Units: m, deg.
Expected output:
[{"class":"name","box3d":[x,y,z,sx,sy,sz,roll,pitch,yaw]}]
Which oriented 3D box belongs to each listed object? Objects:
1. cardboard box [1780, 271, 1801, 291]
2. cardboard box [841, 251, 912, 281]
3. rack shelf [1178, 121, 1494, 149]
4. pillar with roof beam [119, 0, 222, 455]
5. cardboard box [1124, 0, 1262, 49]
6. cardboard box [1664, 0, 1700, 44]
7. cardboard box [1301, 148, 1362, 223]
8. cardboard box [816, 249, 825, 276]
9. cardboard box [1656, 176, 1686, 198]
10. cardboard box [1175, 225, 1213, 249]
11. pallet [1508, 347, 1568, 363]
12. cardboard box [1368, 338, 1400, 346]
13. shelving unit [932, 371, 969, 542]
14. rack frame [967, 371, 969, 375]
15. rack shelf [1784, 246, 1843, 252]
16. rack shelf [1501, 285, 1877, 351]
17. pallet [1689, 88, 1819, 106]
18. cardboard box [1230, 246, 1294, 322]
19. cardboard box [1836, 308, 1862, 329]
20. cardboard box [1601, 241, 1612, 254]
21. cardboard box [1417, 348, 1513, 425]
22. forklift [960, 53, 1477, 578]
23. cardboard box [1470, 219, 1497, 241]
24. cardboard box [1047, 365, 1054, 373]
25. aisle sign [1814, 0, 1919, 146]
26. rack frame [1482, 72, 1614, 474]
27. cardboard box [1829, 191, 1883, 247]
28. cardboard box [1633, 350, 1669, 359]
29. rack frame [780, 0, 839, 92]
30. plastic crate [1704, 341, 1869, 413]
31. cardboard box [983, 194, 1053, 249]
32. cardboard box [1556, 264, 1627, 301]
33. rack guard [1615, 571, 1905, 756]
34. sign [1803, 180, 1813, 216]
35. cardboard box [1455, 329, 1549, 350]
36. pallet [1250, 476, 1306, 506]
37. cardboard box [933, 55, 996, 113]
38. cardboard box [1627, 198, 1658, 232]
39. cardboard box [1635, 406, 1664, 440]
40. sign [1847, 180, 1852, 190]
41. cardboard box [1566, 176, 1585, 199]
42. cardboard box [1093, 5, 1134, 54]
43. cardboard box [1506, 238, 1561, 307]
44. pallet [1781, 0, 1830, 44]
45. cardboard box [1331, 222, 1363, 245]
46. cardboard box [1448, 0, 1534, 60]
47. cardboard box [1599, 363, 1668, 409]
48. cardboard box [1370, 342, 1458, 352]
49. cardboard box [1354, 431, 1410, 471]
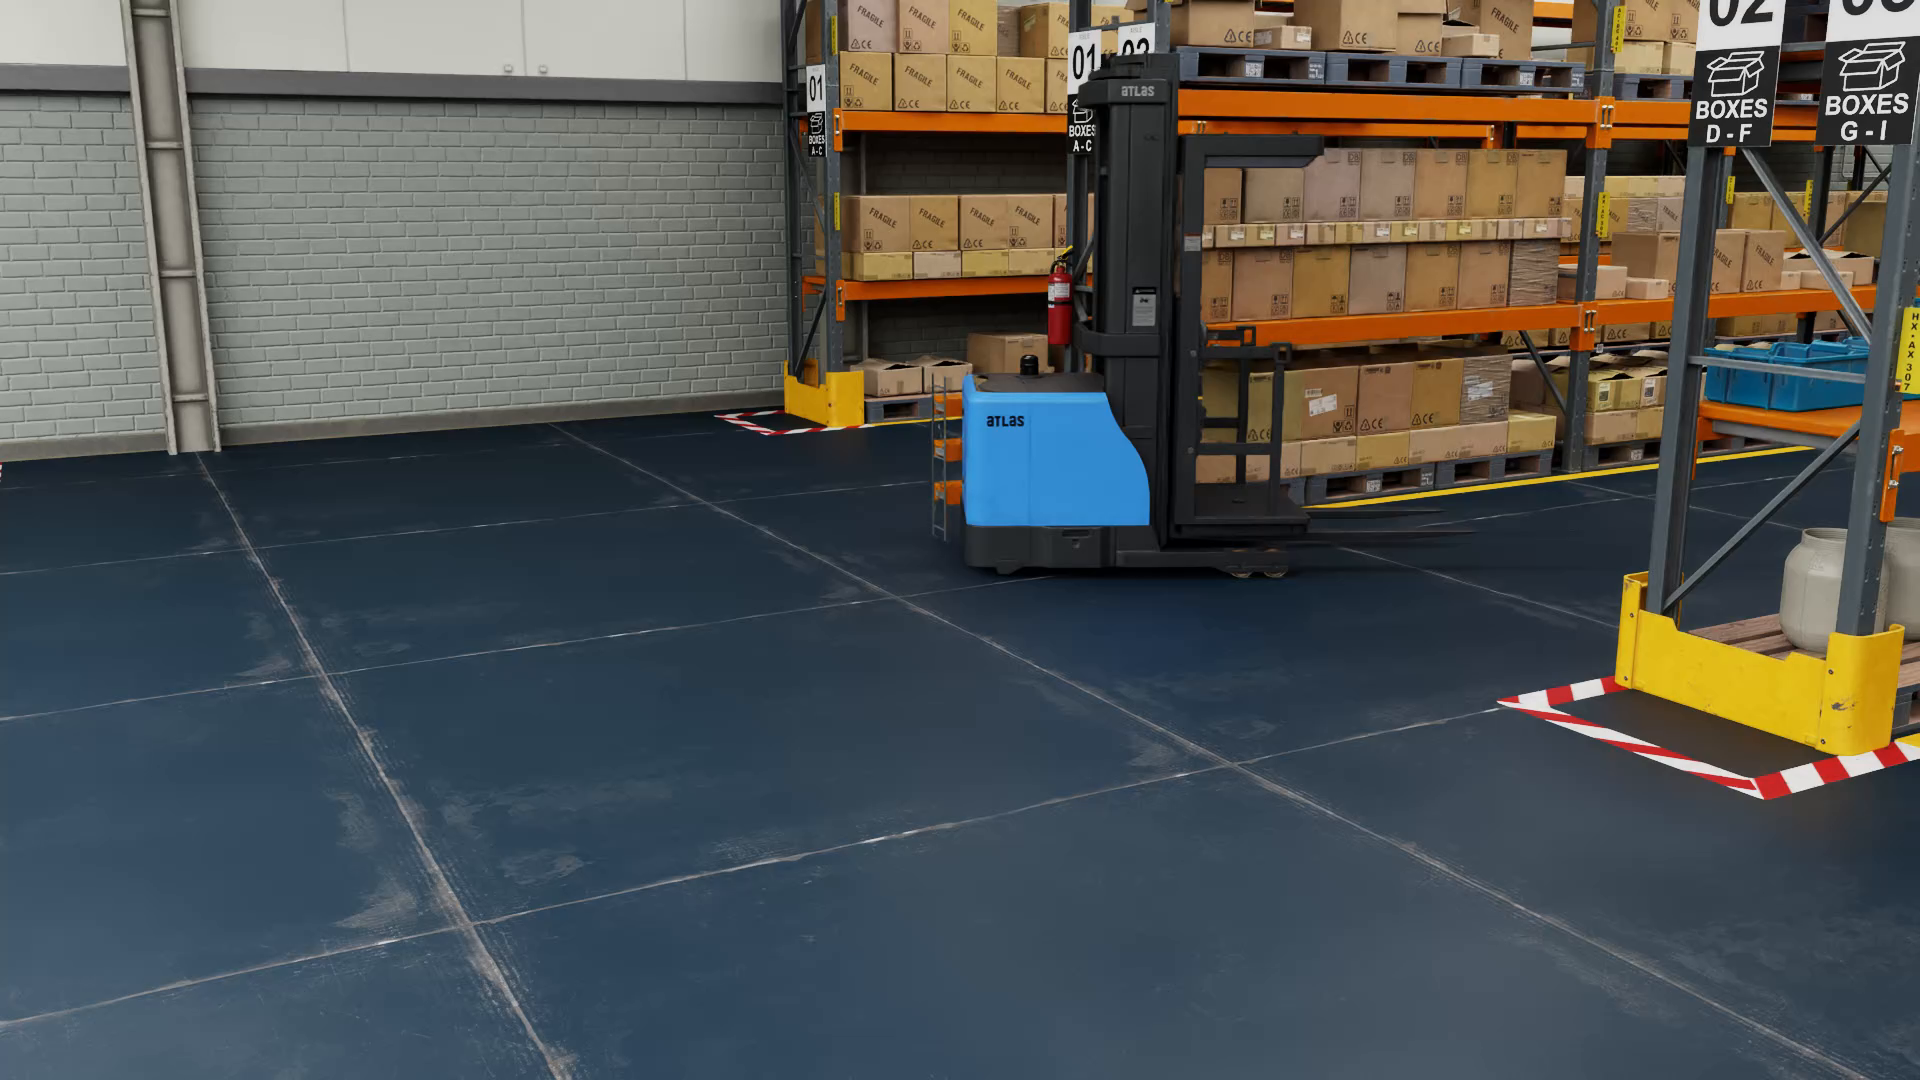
[{"class":"cardboard box","box3d":[6.949,-2.227,14.243,0.250,0.149,0.380,-6,14,-24]},{"class":"cardboard box","box3d":[-0.777,-2.533,15.331,0.500,0.250,0.500,-7,15,-29]},{"class":"rack shelf","box3d":[3.909,-4.350,17.915,4.000,0.370,1.077,-7,14,-28]},{"class":"pillar with roof beam","box3d":[-4.361,-4.313,9.278,0.400,9.000,9.100,-7,14,-28]},{"class":"cardboard box","box3d":[1.526,-3.499,10.983,0.637,0.503,0.797,-6,14,-24]},{"class":"cardboard box","box3d":[5.580,-4.156,13.089,0.500,0.500,0.500,-5,14,-22]},{"class":"cardboard box","box3d":[2.383,-2.496,11.685,0.500,0.500,0.700,-7,14,-28]},{"class":"cardboard box","box3d":[-1.040,-2.630,15.759,0.500,0.250,0.500,-7,14,-27]},{"class":"cardboard box","box3d":[8.435,-4.288,20.173,0.500,0.250,0.500,-6,14,-27]},{"class":"cardboard box","box3d":[1.467,-2.018,11.037,0.250,0.149,0.380,-7,14,-28]},{"class":"pallet","box3d":[6.393,-2.156,19.710,1.213,0.211,1.003,-7,14,-28]},{"class":"cardboard box","box3d":[4.550,-2.326,18.804,0.500,0.500,0.700,-7,14,-28]},{"class":"shelving unit","box3d":[-0.022,-0.532,10.576,0.252,1.050,0.215,-6,14,-24]},{"class":"rack frame","box3d":[0.089,-0.543,10.626,0.008,1.050,0.200,-6,14,-24]},{"class":"rack shelf","box3d":[10.931,-3.729,21.984,4.000,0.370,1.077,-7,14,-28]},{"class":"rack shelf","box3d":[6.286,-1.933,14.004,4.000,0.370,1.077,-7,14,-28]},{"class":"pallet","box3d":[6.509,-3.659,13.632,1.213,0.211,1.003,-6,14,-25]},{"class":"cardboard box","box3d":[1.894,-1.804,11.566,0.500,0.500,0.700,-6,14,-26]},{"class":"cardboard box","box3d":[11.681,-3.130,22.421,0.500,0.500,0.700,-7,14,-28]},{"class":"cardboard box","box3d":[7.640,-3.515,19.924,0.250,0.149,0.380,-6,14,-26]},{"class":"cardboard box","box3d":[3.784,-1.161,12.536,0.500,0.500,0.500,-7,14,-28]},{"class":"forklift","box3d":[1.528,-1.325,9.823,3.031,2.935,1.130,0,13,-2]},{"class":"cardboard box","box3d":[3.718,-2.287,12.235,0.250,0.149,0.380,-7,14,-28]},{"class":"cardboard box","box3d":[0.740,-1.687,16.764,0.250,0.149,0.380,-8,15,-32]},{"class":"aisle sign","box3d":[3.467,-1.902,6.307,0.004,0.787,0.394,-7,14,-28]},{"class":"rack frame","box3d":[4.531,-2.073,12.990,0.127,3.000,1.000,-7,14,-28]},{"class":"cardboard box","box3d":[11.611,-4.302,22.210,0.700,0.700,0.980,-7,14,-28]},{"class":"cardboard box","box3d":[6.085,-1.468,14.331,0.500,0.311,0.500,-7,14,-29]},{"class":"rack frame","box3d":[-1.357,-5.534,14.702,0.127,3.000,1.000,-7,14,-28]},{"class":"plastic crate","box3d":[3.686,-0.735,7.383,0.616,0.251,0.499,-7,14,-28]},{"class":"cardboard box","box3d":[0.549,-3.061,15.968,0.500,0.500,0.500,-6,14,-26]},{"class":"cardboard box","box3d":[4.942,-2.060,13.274,0.500,0.250,0.500,-6,14,-24]},{"class":"rack guard","box3d":[3.434,0.505,7.227,0.348,0.500,1.175,-7,14,-28]},{"class":"sign","box3d":[7.773,-3.124,15.202,0.005,0.325,0.100,-7,14,-28]},{"class":"cardboard box","box3d":[6.373,-2.657,19.521,0.750,0.750,0.750,-7,14,-29]},{"class":"pallet","box3d":[1.671,-0.381,11.820,1.213,0.211,1.003,-7,14,-28]},{"class":"cardboard box","box3d":[-0.001,-4.221,15.427,0.500,0.500,0.500,-6,14,-25]},{"class":"cardboard box","box3d":[8.003,-3.869,20.018,0.500,0.500,0.500,-7,14,-28]},{"class":"cardboard box","box3d":[5.453,-0.985,13.460,0.500,0.250,0.500,-6,14,-26]},{"class":"sign","box3d":[12.426,-4.859,23.214,0.005,0.325,0.100,-7,14,-28]},{"class":"cardboard box","box3d":[7.095,-4.126,19.452,0.500,0.250,0.500,-7,14,-27]},{"class":"cardboard box","box3d":[1.365,-4.872,16.045,0.500,0.500,0.500,-6,14,-25]},{"class":"cardboard box","box3d":[4.144,-2.074,12.766,0.500,0.500,0.700,-7,15,-29]},{"class":"pallet","box3d":[4.163,-2.137,6.871,1.213,0.211,1.003,-7,14,-28]},{"class":"cardboard box","box3d":[2.597,-2.153,11.641,0.250,0.149,0.380,-7,14,-29]},{"class":"cardboard box","box3d":[3.962,-3.856,12.578,0.500,0.500,0.500,-6,14,-23]},{"class":"cardboard box","box3d":[5.455,-1.257,13.393,0.500,0.311,0.500,-7,14,-29]},{"class":"cardboard box","box3d":[3.539,-1.260,12.974,0.500,0.500,0.500,-7,14,-28]},{"class":"cardboard box","box3d":[2.914,-0.687,12.136,0.500,0.250,0.500,-7,14,-28]}]
